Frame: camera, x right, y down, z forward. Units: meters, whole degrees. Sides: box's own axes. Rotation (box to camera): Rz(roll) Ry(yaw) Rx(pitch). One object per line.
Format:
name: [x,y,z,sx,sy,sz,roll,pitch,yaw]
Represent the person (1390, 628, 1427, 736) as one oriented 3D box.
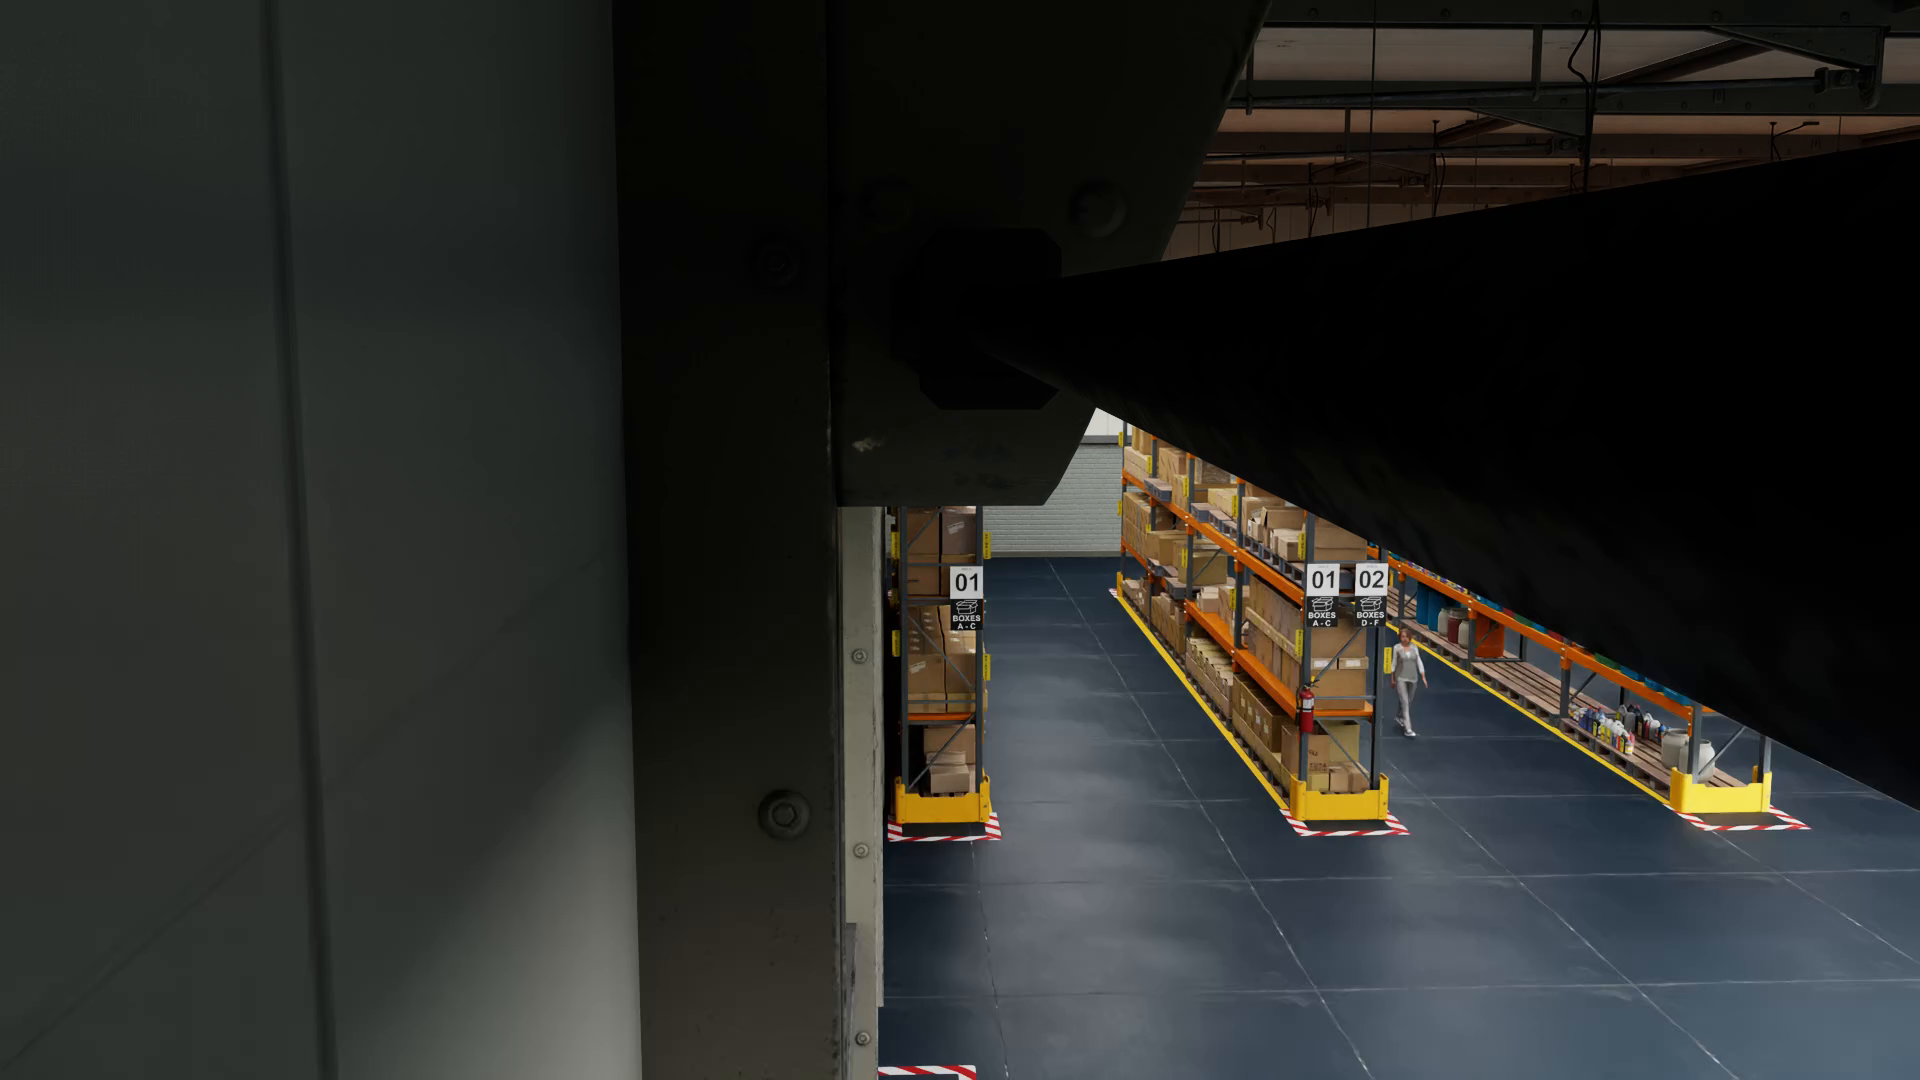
person: [6.651,2.087,24.701,0.454,1.556,0.888,-1,8,-6]
